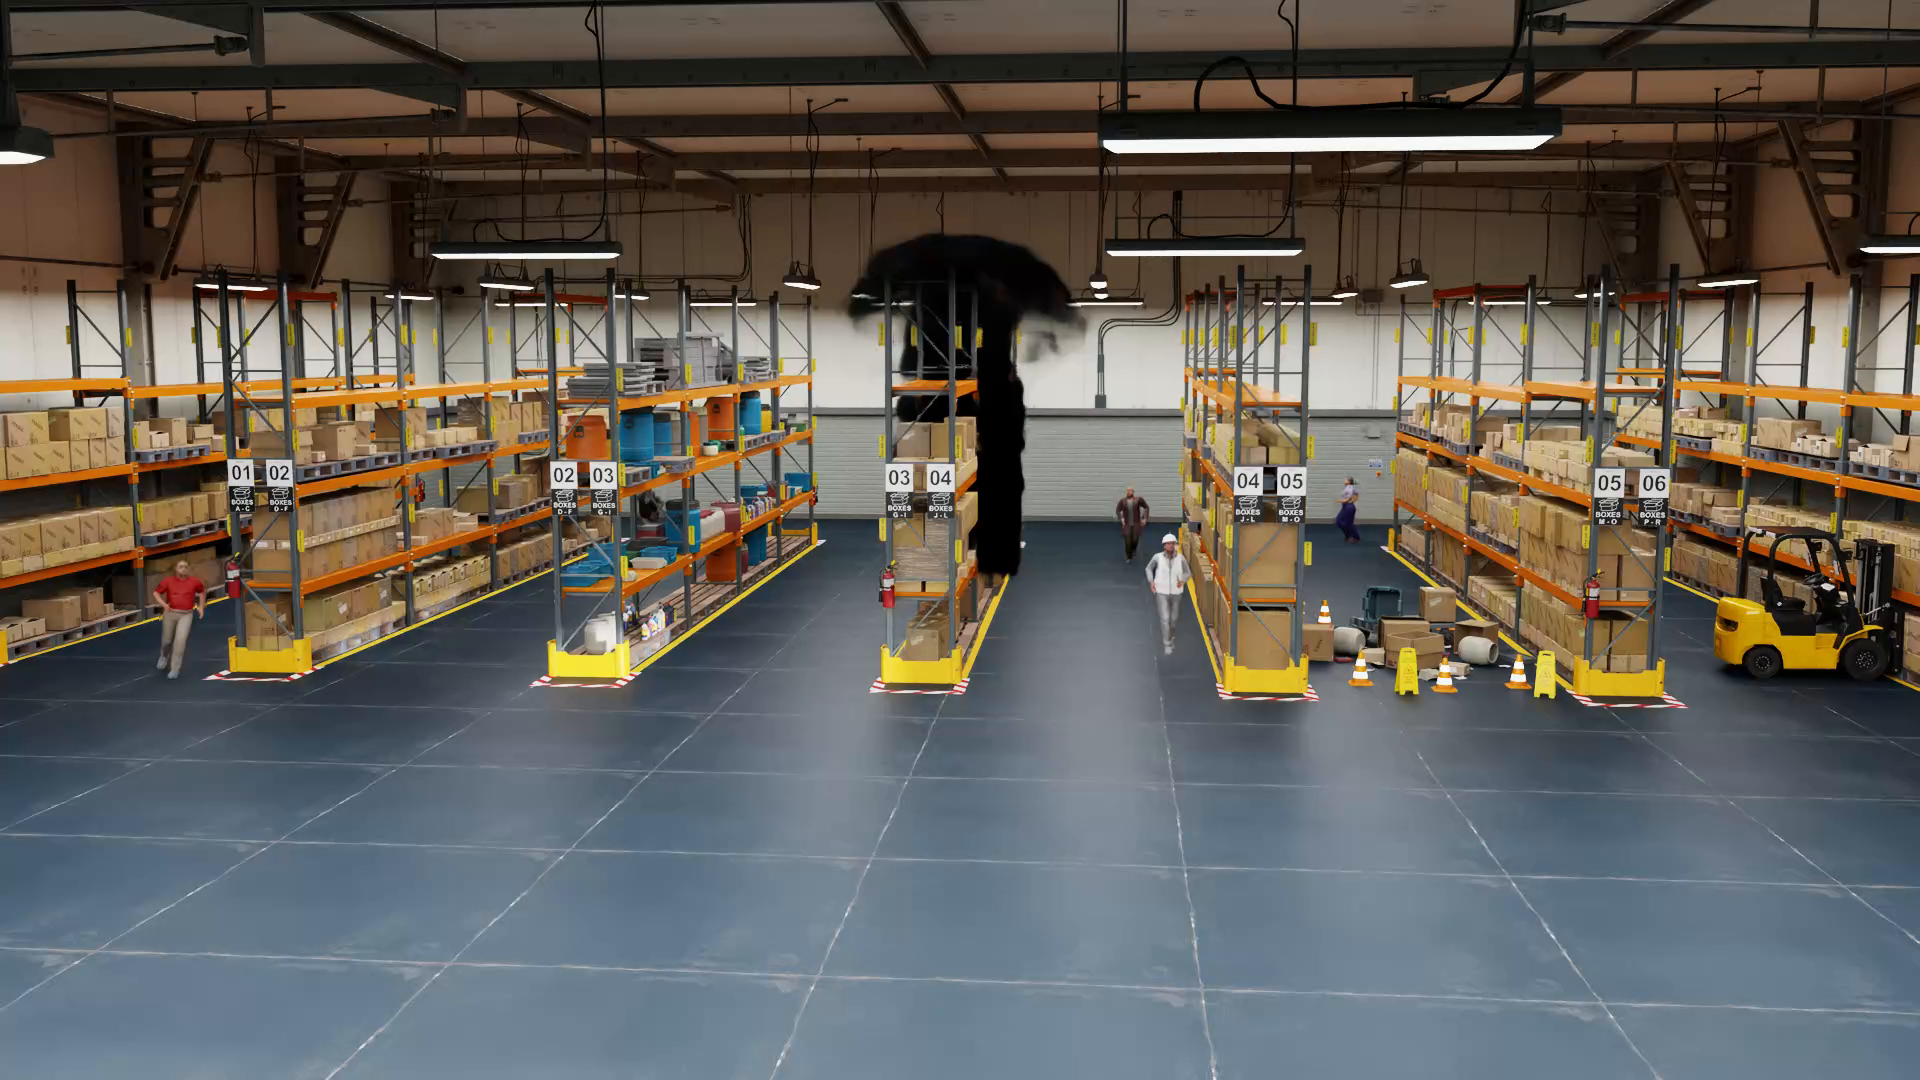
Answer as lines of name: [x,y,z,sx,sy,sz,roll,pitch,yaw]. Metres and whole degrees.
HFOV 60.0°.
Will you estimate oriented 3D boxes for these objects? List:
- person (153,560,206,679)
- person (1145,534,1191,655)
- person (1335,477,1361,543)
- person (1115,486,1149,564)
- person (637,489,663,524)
person: [-11.626,1.149,24.791,0.734,1.696,0.973,-3,8,-23]
person: [3.141,0.811,25.027,0.678,1.815,0.787,0,7,-2]
person: [9.472,-0.728,40.576,0.649,1.624,0.583,1,7,9]
person: [3.808,-0.331,36.923,0.735,1.743,0.701,1,7,11]
person: [-7.203,-0.516,38.632,0.661,1.704,0.954,1,7,4]
